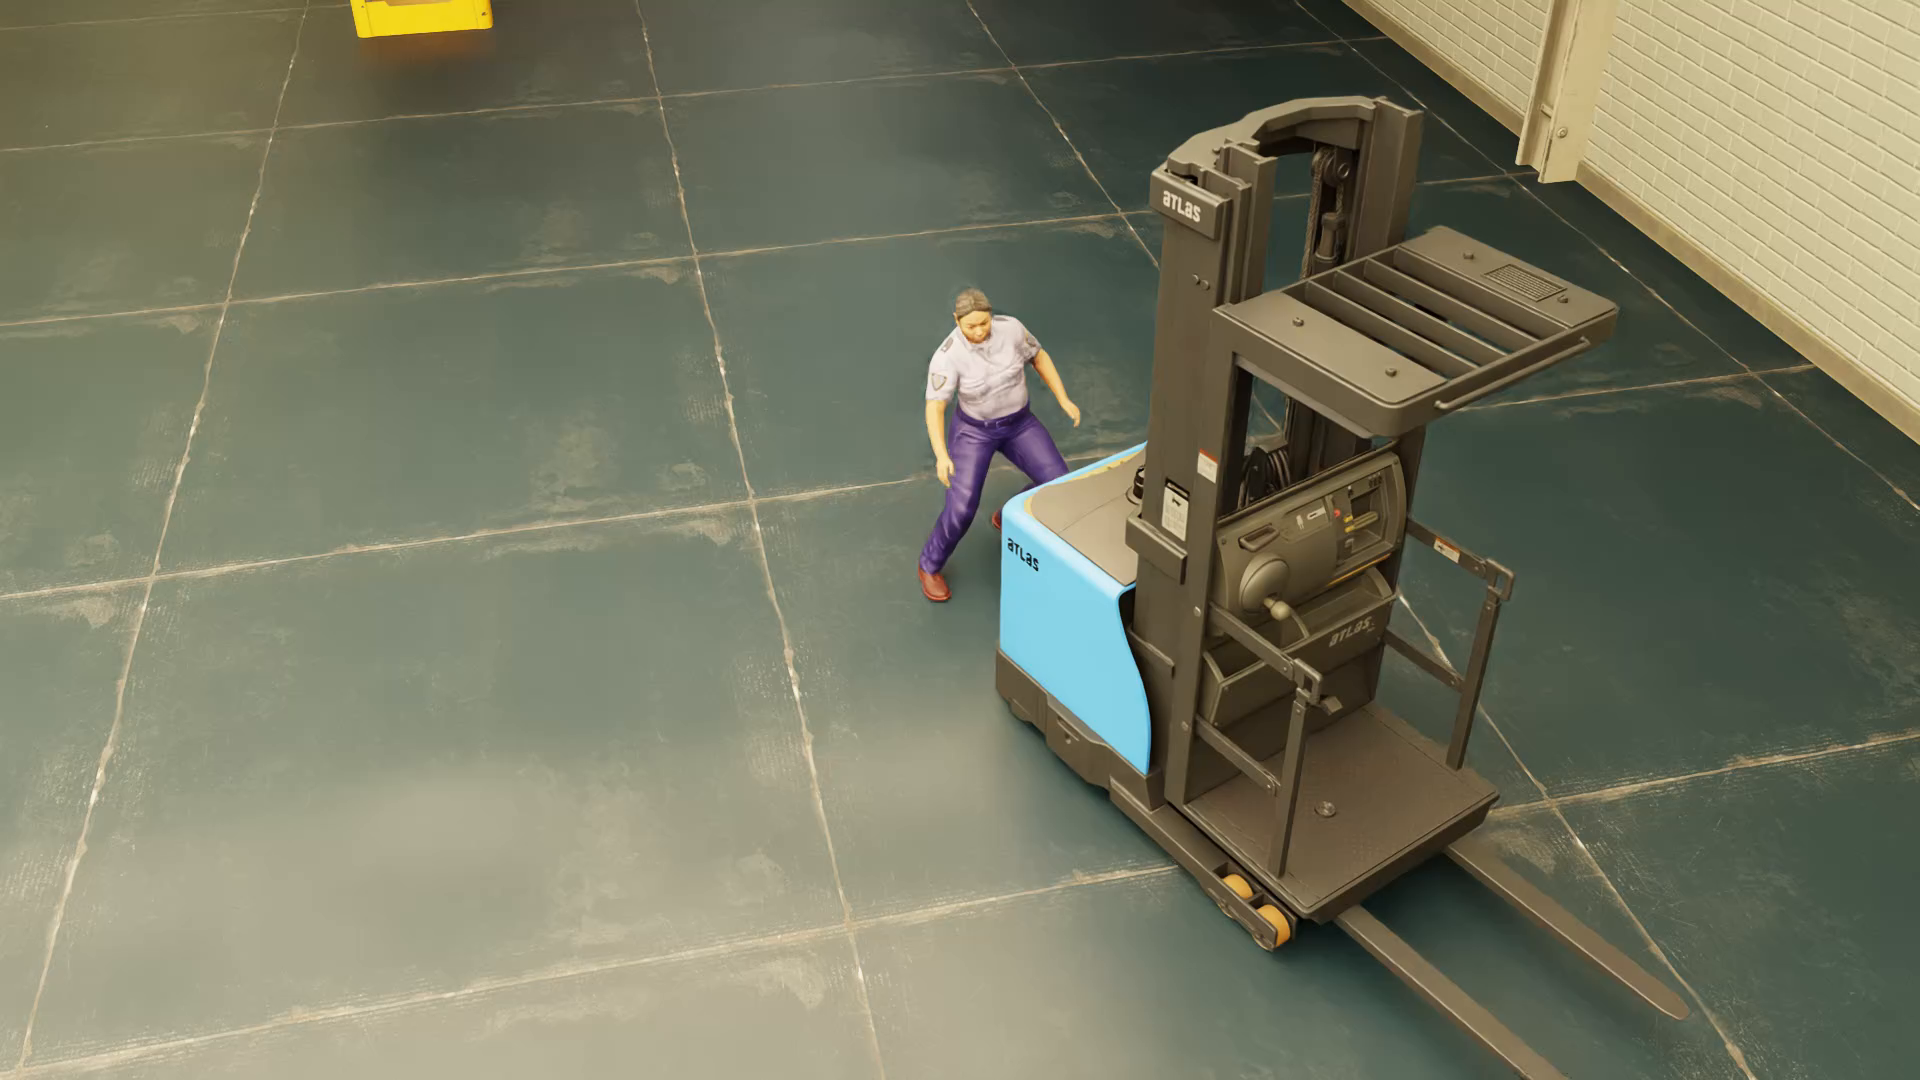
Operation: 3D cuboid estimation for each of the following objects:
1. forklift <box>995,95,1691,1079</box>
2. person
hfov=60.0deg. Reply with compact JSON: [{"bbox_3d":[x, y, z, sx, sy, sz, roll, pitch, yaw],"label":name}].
[{"bbox_3d":[1.426,0.053,5.977,1.130,2.935,3.031,-23,42,-28],"label":"forklift"},{"bbox_3d":[0.157,-0.490,7.957,0.824,1.492,0.587,-15,38,-19],"label":"person"}]
